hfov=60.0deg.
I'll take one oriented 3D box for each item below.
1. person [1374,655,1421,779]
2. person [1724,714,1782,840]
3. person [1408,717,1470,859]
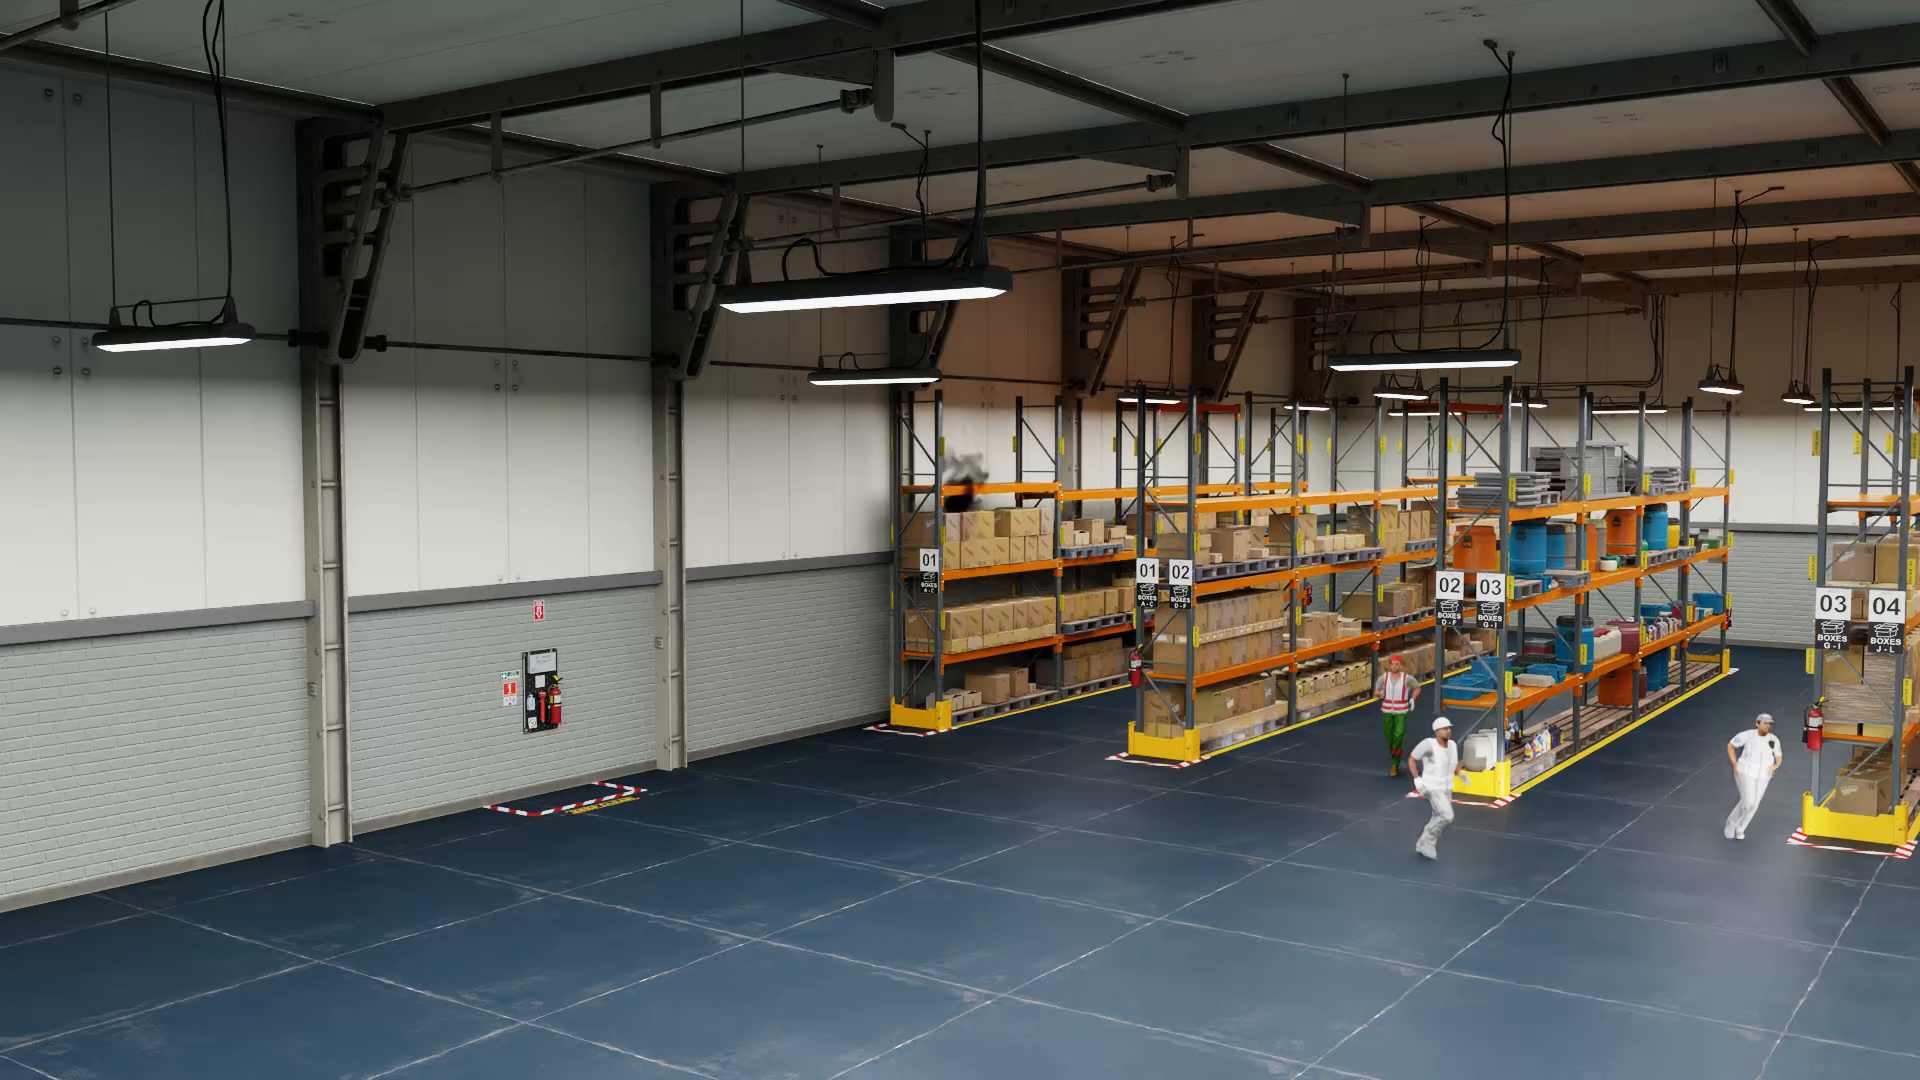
[{"bbox_3d":[6.637,2.662,25.366,0.640,1.830,0.797,2,4,30],"label":"person"},{"bbox_3d":[10.070,3.005,21.078,0.664,1.612,0.567,0,3,3],"label":"person"},{"bbox_3d":[5.796,2.995,20.092,0.609,1.722,0.738,-2,4,-34],"label":"person"}]
